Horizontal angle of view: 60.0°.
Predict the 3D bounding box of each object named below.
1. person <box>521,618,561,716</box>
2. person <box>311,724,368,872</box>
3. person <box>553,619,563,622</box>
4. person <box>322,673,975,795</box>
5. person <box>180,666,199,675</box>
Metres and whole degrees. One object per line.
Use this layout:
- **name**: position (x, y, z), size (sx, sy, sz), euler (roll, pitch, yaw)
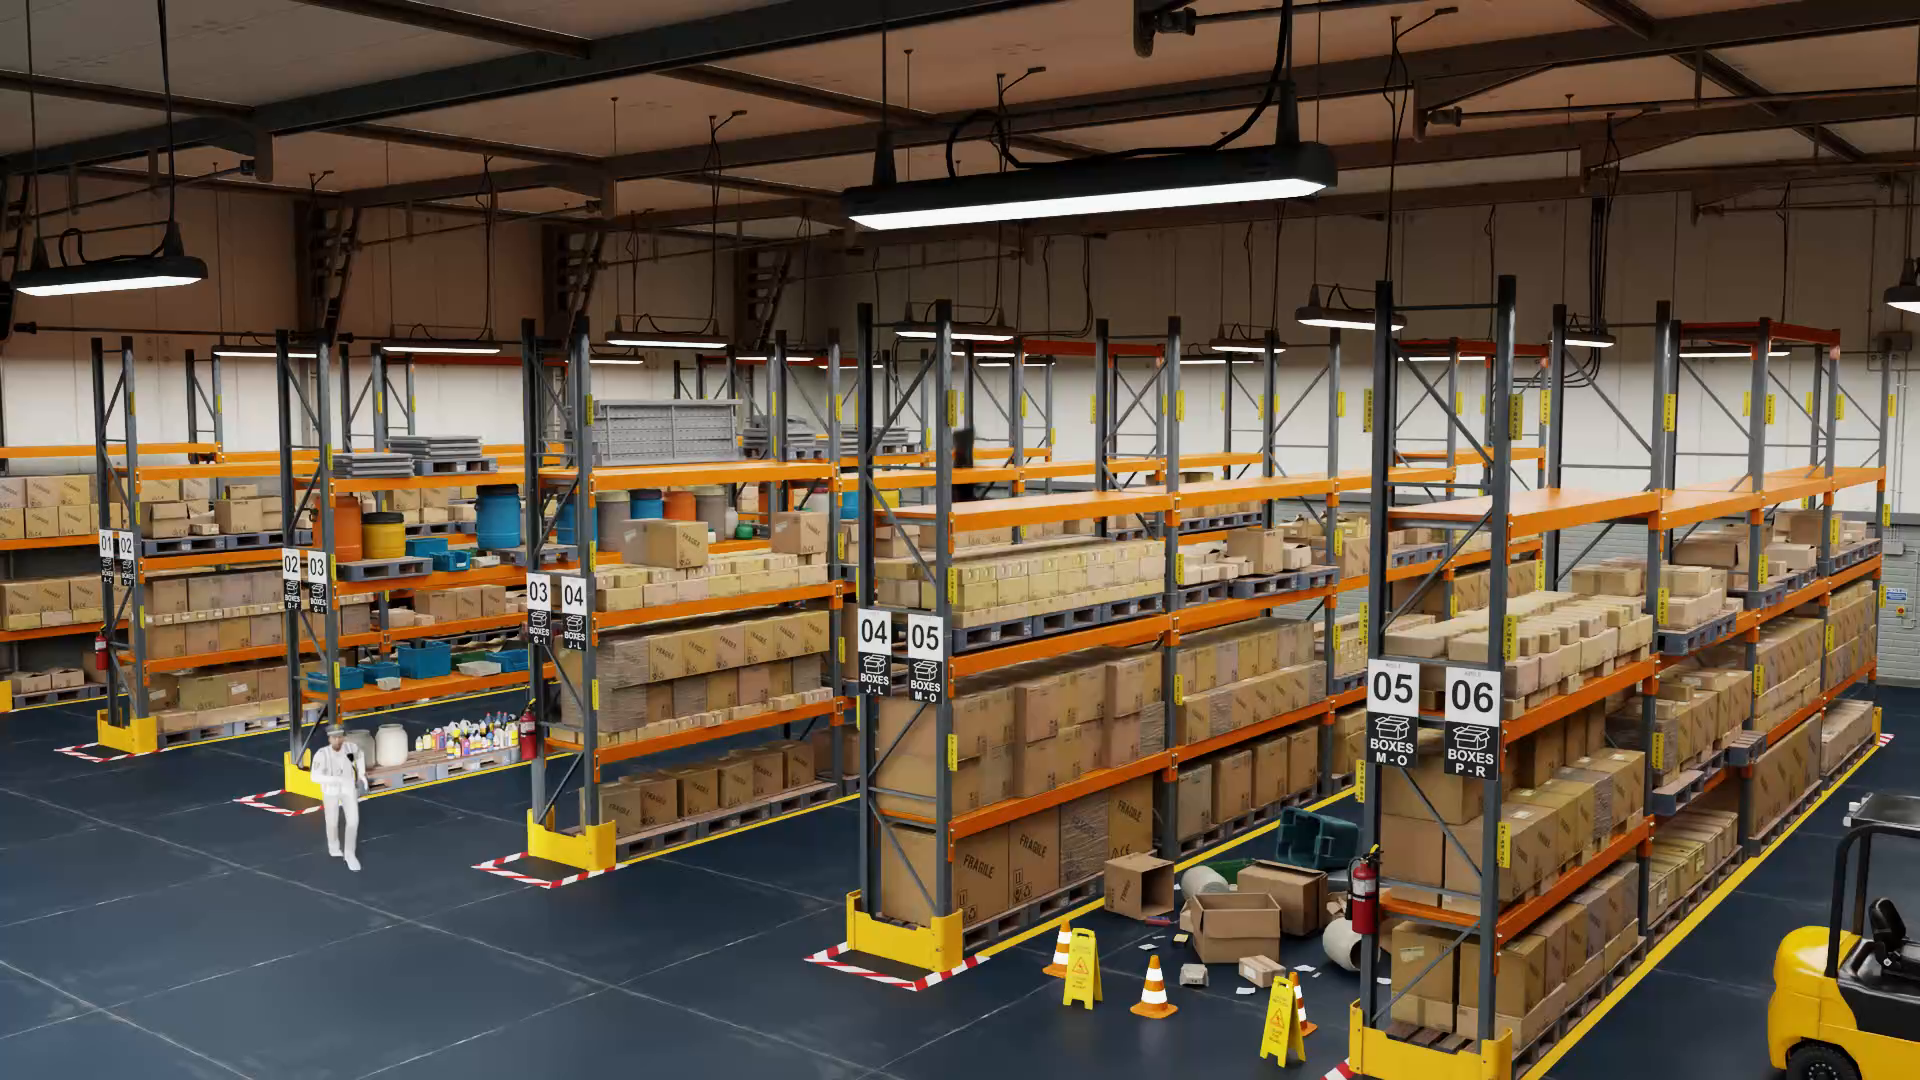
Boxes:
- **person**: position (-6.661, 2.014, 25.804), size (0.605, 1.612, 0.723), euler (4, 7, 41)
- **person**: position (-6.778, 2.779, 18.173), size (0.595, 1.650, 0.930), euler (-2, 5, -24)
- **person**: position (-8.333, 1.304, 34.817), size (0.642, 1.702, 0.745), euler (2, 5, 19)
- **person**: position (-3.179, 2.572, 19.463), size (7.960, 1.614, 1.720), euler (-3, 6, -31)
- **person**: position (-12.489, 1.975, 27.058), size (0.695, 1.686, 0.860), euler (2, 5, 18)
